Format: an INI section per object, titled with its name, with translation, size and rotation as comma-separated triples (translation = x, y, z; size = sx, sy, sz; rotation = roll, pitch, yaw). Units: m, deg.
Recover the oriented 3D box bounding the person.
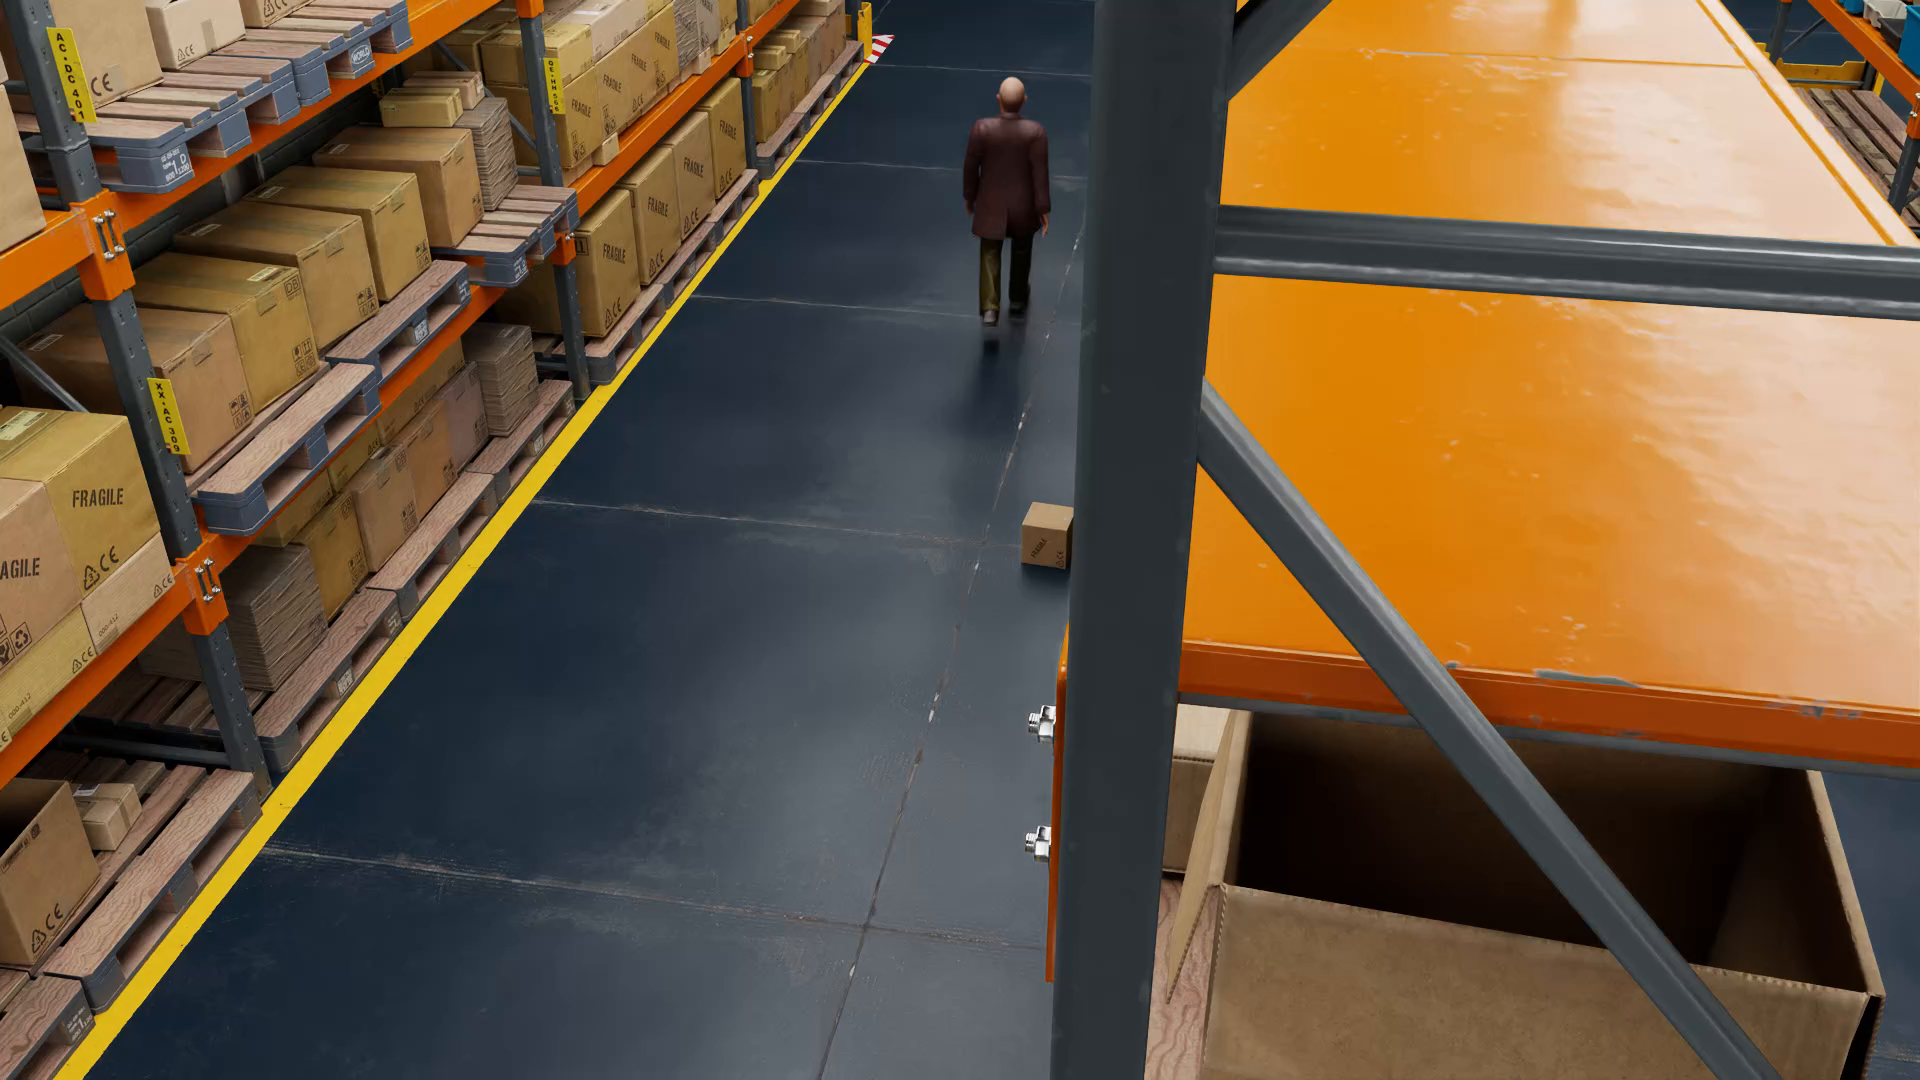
[person]
translation = 0.324, -2.322, 11.370
size = 0.610, 1.739, 0.983
rotation = 2, 32, 4
